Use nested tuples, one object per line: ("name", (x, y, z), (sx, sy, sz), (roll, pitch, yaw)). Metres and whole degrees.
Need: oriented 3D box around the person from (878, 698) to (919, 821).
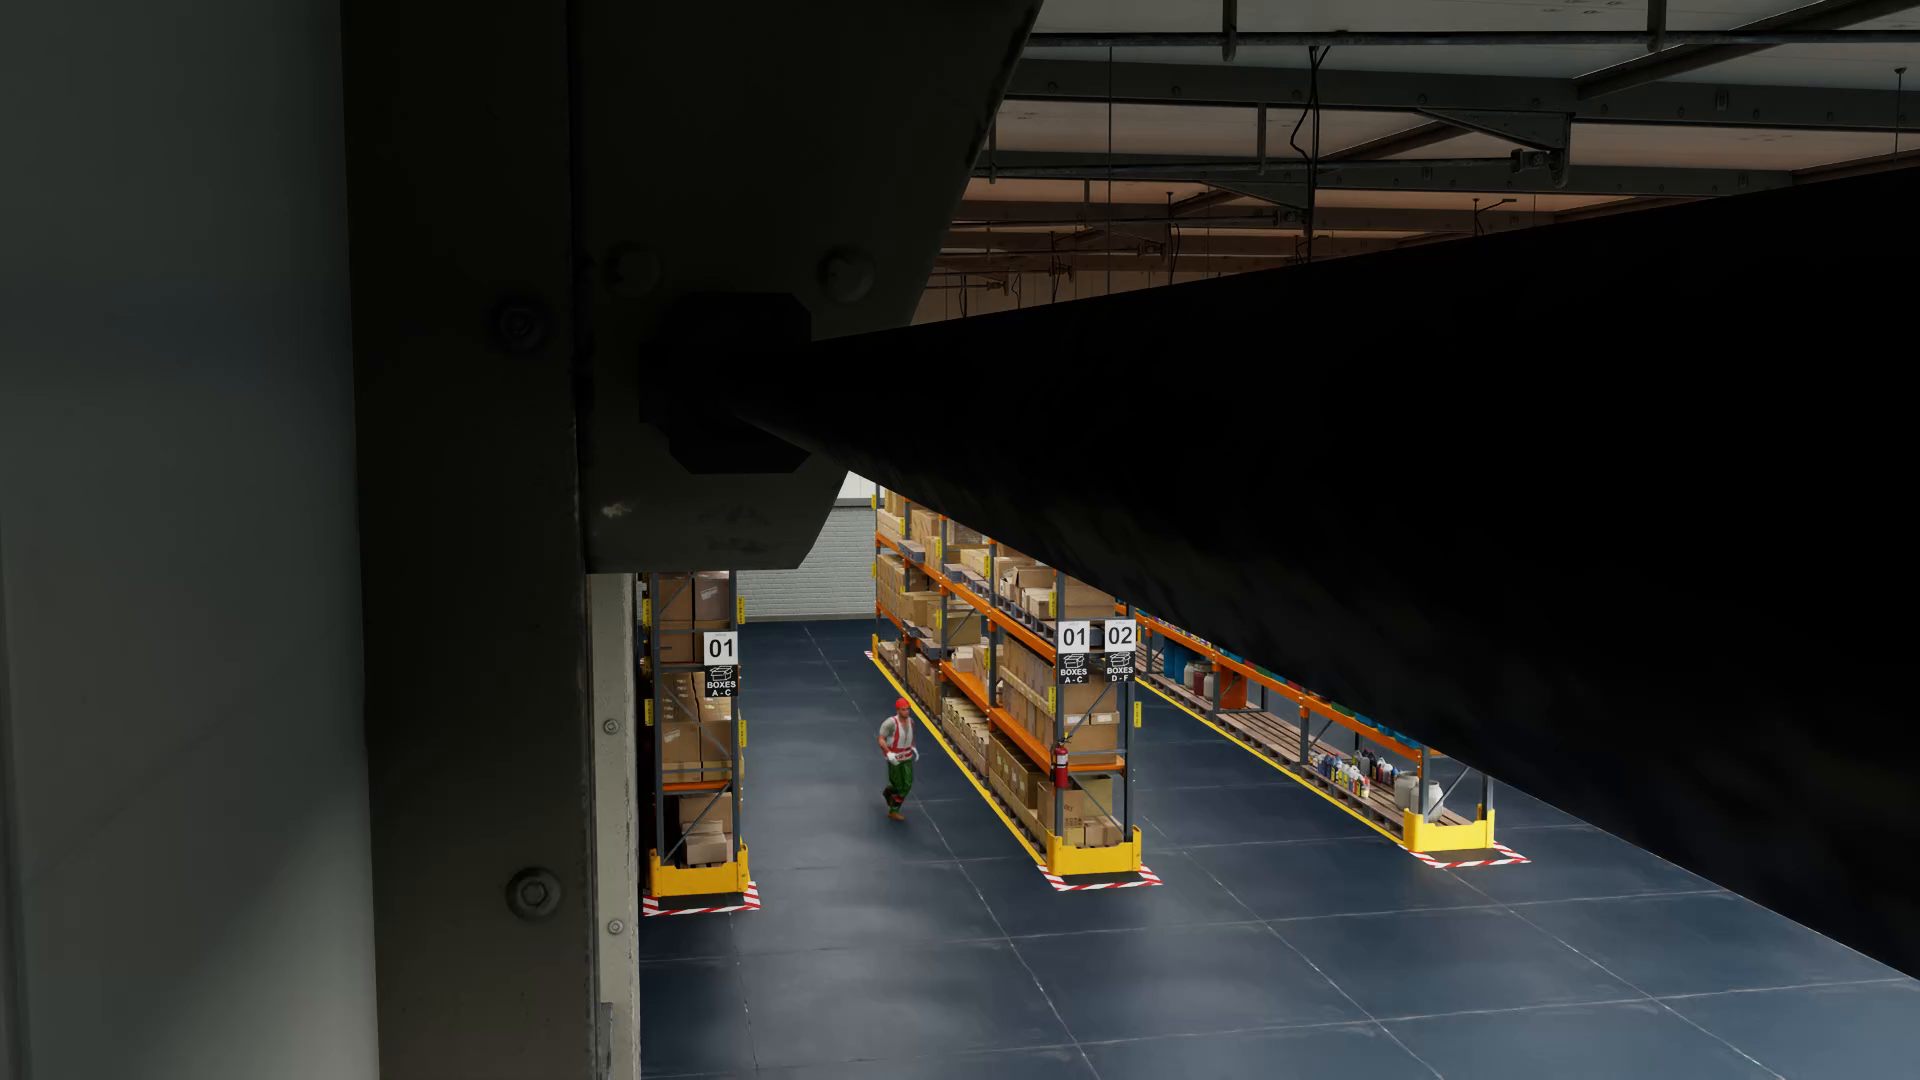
("person", (-0.910, 3.069, 23.487), (0.651, 1.734, 0.627), (-4, 7, -34))
